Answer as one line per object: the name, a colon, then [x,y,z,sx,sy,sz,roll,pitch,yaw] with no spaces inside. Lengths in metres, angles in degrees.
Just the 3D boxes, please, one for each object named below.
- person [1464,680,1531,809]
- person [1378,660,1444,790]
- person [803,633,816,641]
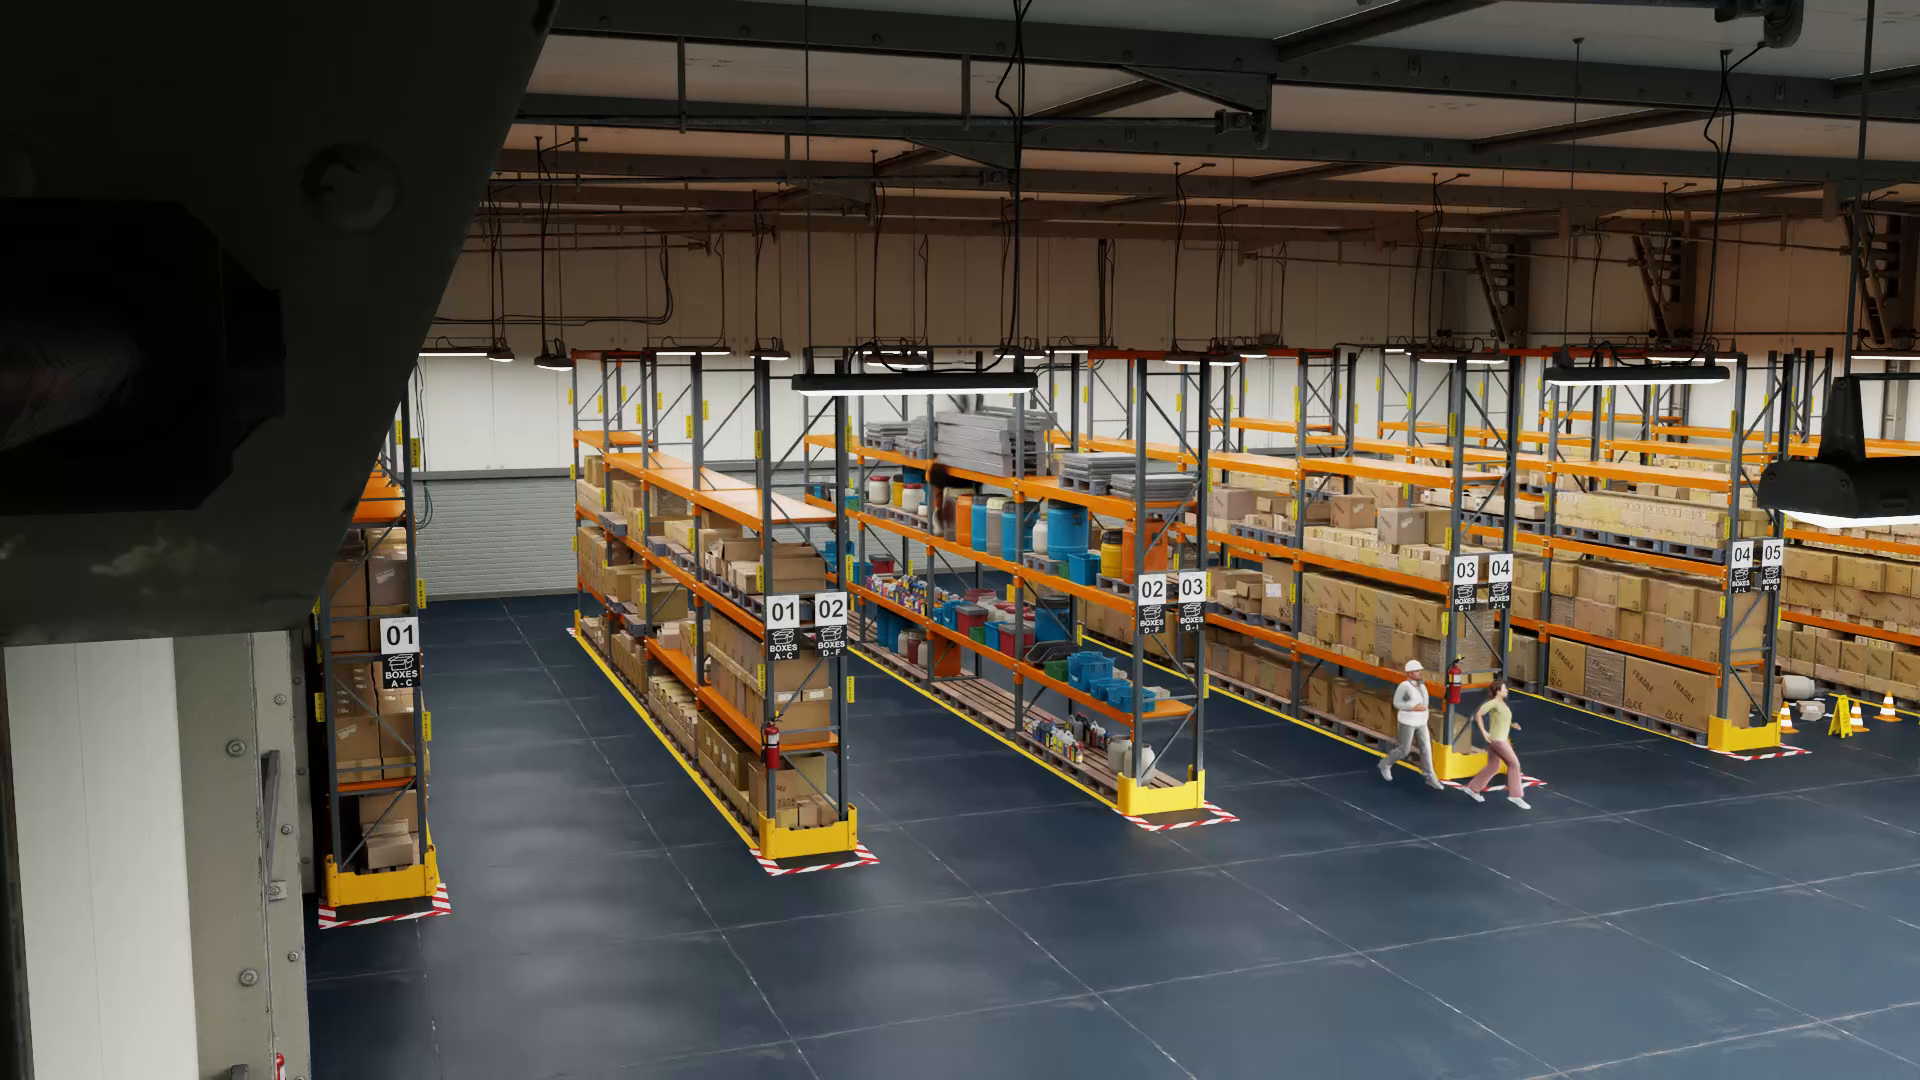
person: [7.282,2.721,22.390,0.868,1.665,0.583,3,8,25]
person: [6.307,2.542,23.181,0.694,1.761,0.960,-5,9,-34]
person: [-2.666,1.782,29.637,0.649,1.755,0.761,-5,9,-37]
